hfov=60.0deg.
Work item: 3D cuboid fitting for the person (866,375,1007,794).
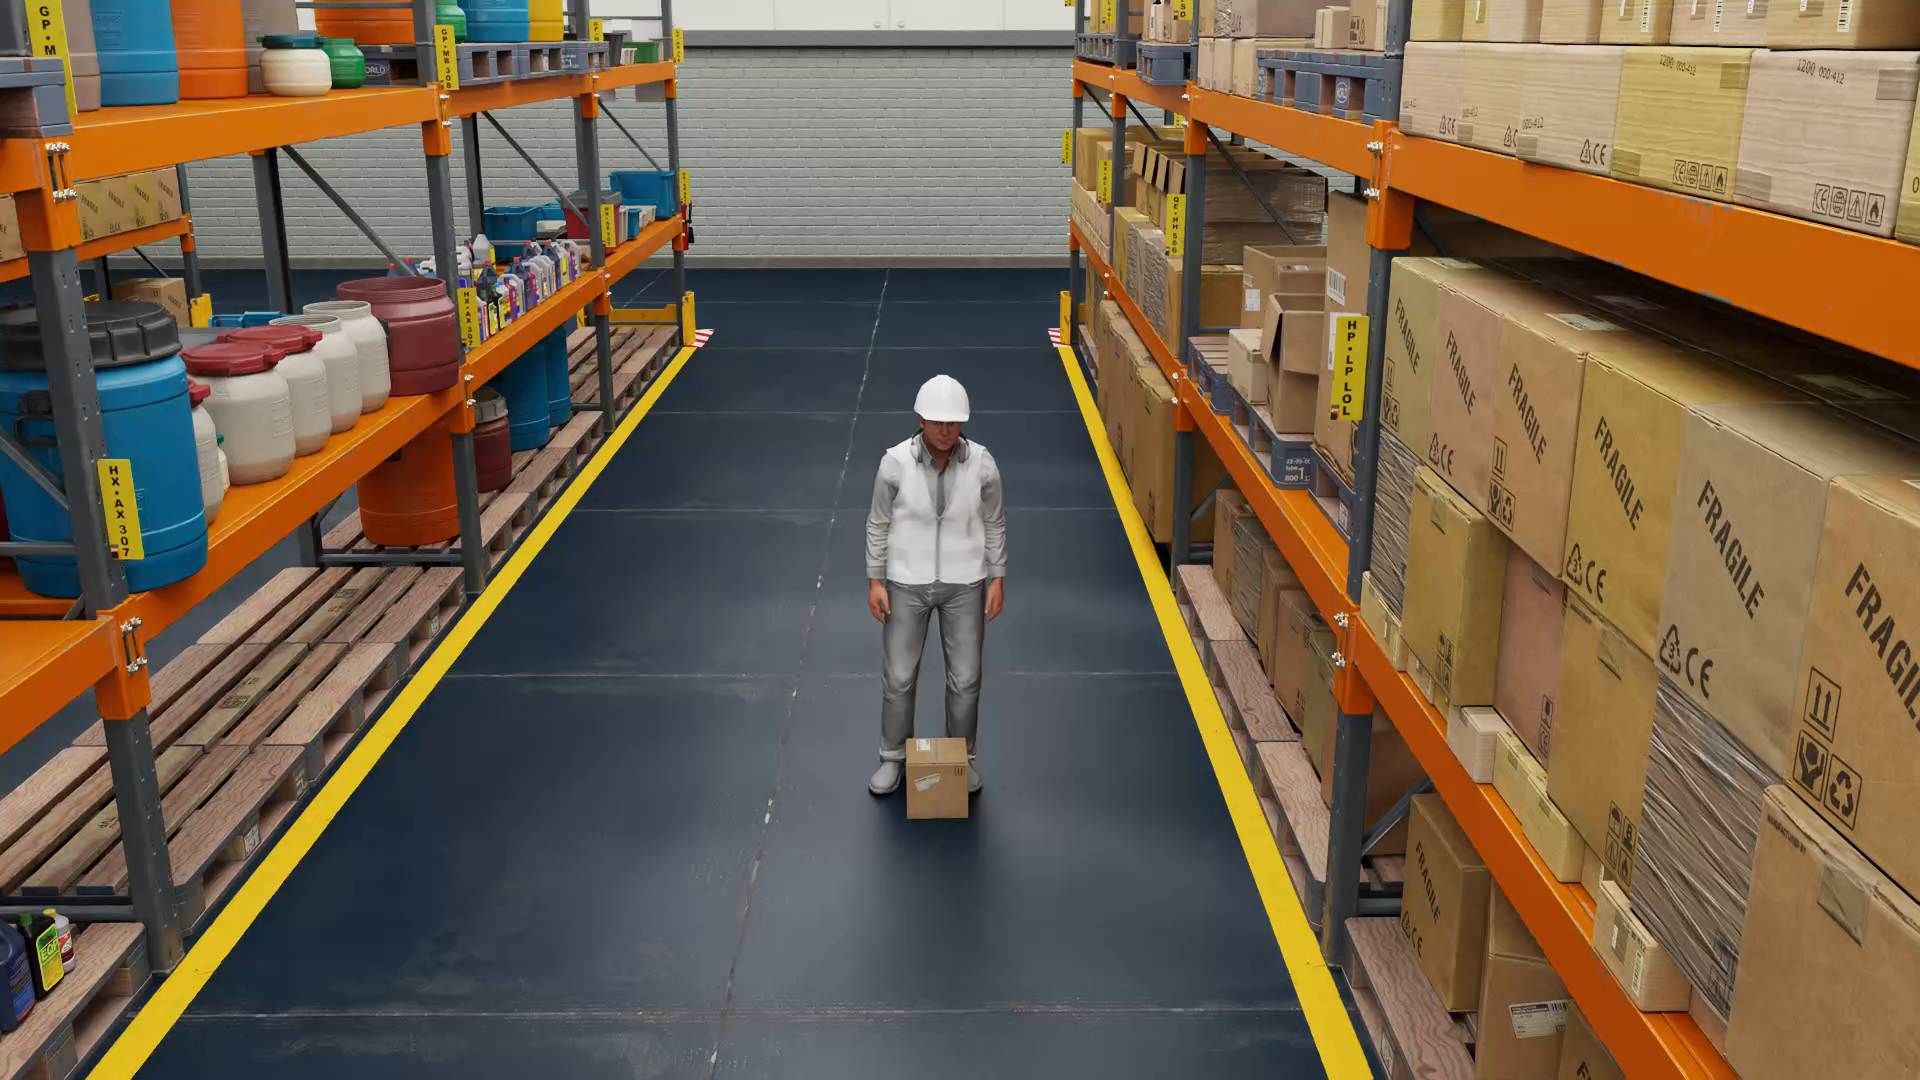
[{"bbox_3d":[-0.099,0.181,6.908,0.593,1.771,0.464,-1,17,-4],"label":"person"}]
